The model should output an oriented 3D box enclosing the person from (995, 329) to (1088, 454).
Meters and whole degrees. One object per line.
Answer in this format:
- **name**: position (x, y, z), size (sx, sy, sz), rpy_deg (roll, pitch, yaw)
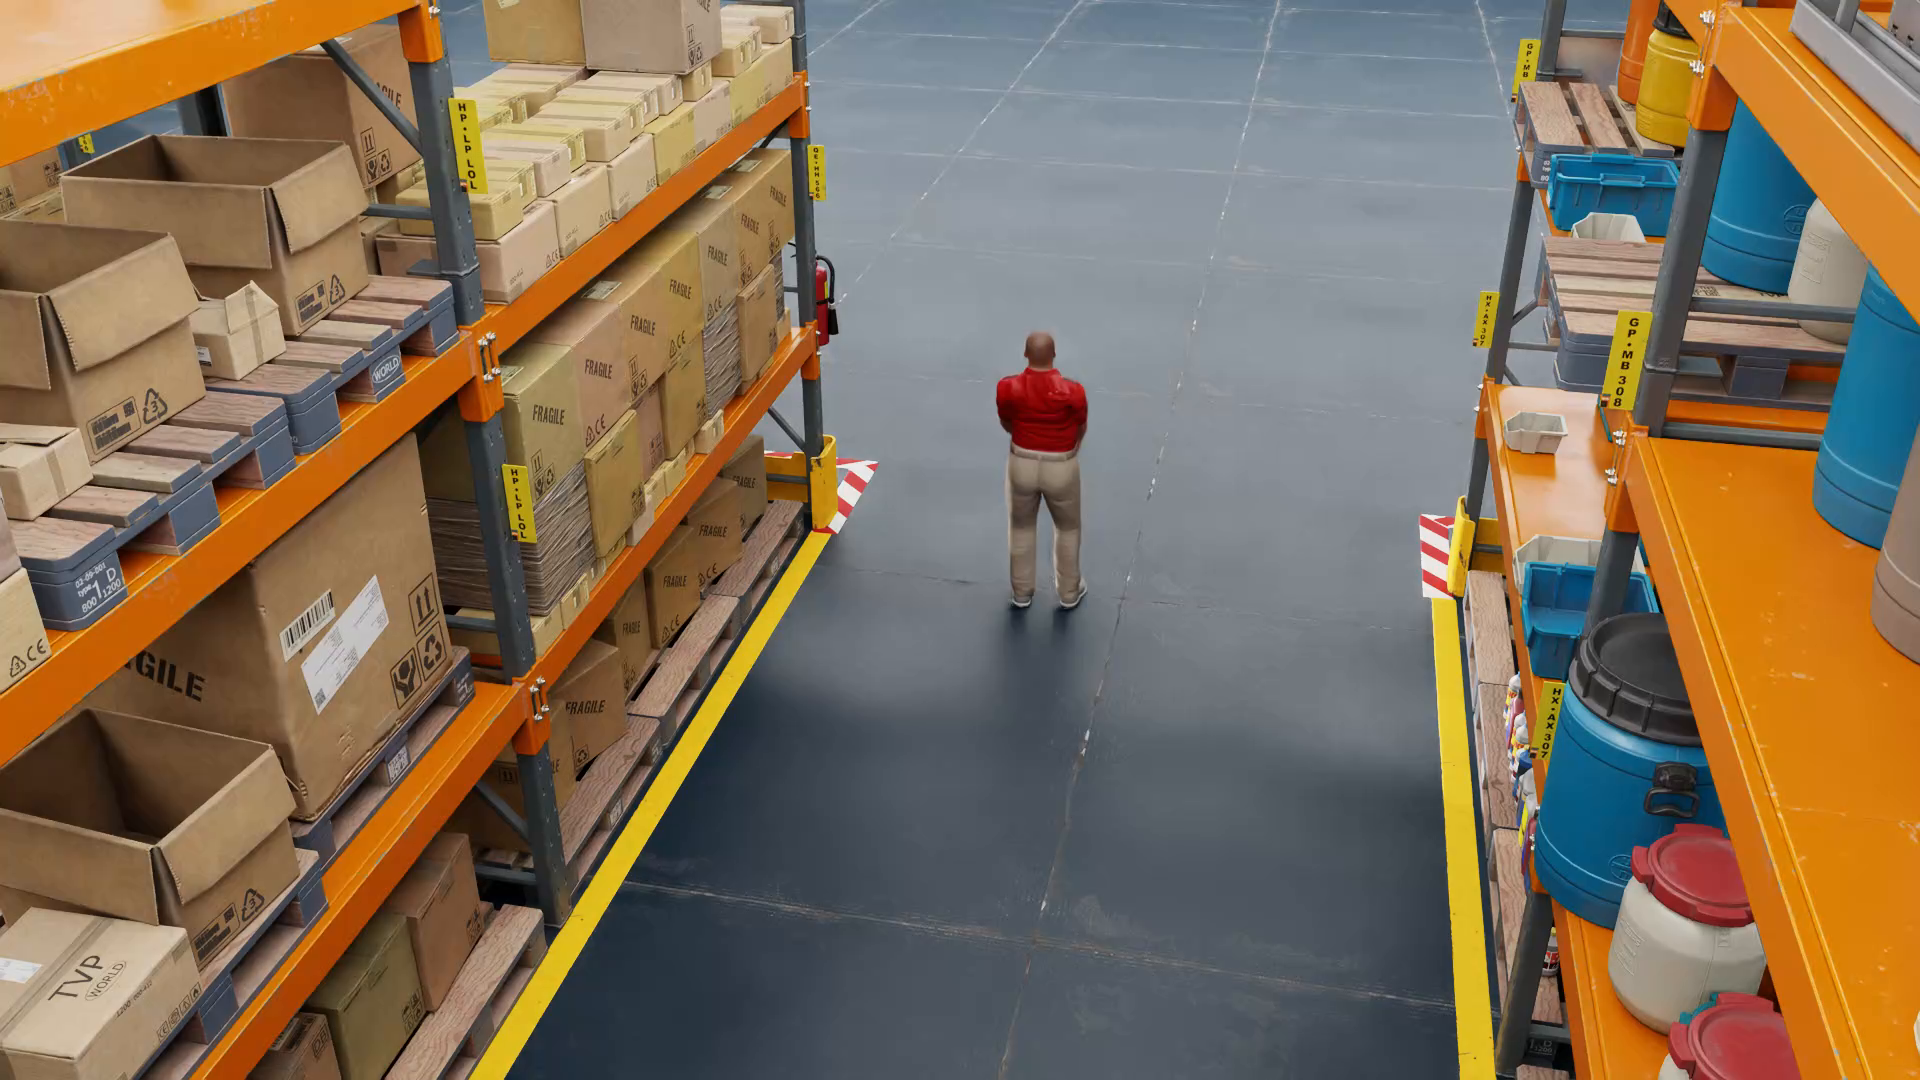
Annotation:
- **person**: position (0.470, -0.784, 9.227), size (0.507, 0.918, 0.515), rpy_deg (6, 29, 10)
